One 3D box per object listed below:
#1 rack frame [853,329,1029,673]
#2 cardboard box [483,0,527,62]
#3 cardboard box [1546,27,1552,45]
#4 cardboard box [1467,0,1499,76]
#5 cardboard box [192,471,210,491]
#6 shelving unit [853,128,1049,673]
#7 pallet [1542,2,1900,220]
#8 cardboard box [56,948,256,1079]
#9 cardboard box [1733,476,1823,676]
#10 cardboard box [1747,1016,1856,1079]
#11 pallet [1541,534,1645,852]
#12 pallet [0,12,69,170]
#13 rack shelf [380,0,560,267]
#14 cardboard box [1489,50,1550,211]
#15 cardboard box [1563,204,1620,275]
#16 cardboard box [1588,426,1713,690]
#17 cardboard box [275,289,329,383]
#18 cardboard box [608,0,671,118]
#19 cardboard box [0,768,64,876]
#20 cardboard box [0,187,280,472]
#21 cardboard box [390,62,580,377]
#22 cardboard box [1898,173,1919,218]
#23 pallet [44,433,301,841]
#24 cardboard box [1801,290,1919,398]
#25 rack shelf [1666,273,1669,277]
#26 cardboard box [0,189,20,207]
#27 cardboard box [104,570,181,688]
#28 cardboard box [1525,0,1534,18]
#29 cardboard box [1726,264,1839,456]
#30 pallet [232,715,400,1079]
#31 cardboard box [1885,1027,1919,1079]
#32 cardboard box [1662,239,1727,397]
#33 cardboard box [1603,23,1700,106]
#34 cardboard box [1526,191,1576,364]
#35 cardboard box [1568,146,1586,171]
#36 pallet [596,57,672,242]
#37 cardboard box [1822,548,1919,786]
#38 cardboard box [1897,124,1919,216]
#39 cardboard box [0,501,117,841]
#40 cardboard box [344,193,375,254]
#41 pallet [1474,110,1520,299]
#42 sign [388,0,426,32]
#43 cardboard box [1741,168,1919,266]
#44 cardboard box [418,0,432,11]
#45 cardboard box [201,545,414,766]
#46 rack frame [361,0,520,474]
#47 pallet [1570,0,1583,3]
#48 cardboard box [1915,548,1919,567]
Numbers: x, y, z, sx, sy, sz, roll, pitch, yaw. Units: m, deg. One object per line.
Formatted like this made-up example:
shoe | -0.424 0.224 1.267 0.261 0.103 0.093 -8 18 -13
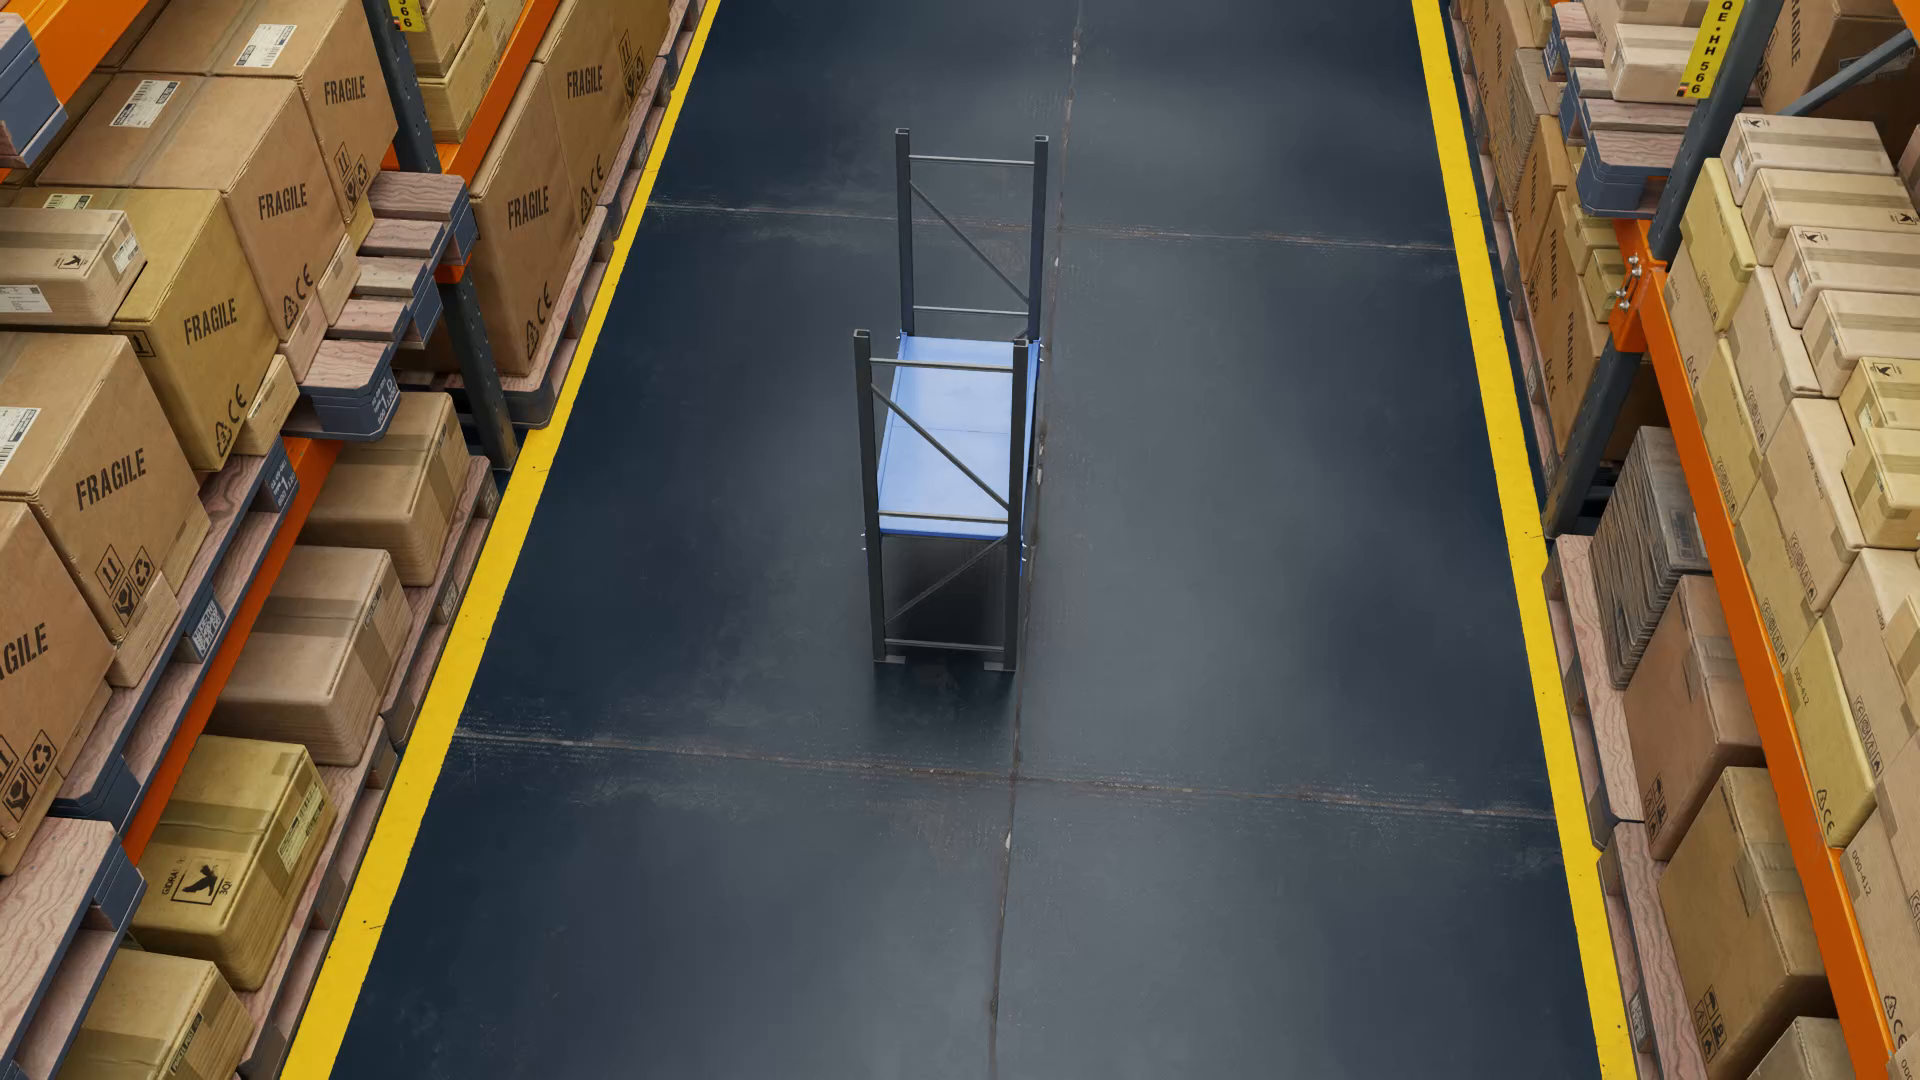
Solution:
rack frame | -0.054 -0.070 5.298 0.500 1.500 0.032 4 48 4
cardboard box | -1.918 -2.022 6.168 0.500 0.250 0.500 3 48 2
cardboard box | 2.715 -2.067 7.078 0.380 0.149 0.250 4 48 4
cardboard box | 2.758 -2.526 7.937 0.500 0.500 0.500 3 48 3
cardboard box | -2.160 -0.198 4.284 0.380 0.149 0.250 4 48 4
shelving unit | -0.008 -0.443 5.639 0.538 1.500 1.048 4 48 4
pallet | 2.692 -1.459 5.681 1.213 0.211 1.003 4 48 4
cardboard box | -2.500 1.419 4.416 0.950 0.372 0.625 7 48 6
cardboard box | 2.326 0.088 4.238 0.500 0.250 0.500 2 48 2
cardboard box | 2.451 1.625 4.056 0.875 0.625 0.625 3 48 3
pallet | 2.587 0.523 5.629 1.003 0.211 1.213 4 48 4
pallet | -2.354 -0.570 2.833 1.213 0.211 1.003 4 48 4
rack shelf | -2.061 -2.578 7.063 1.077 0.370 4.000 4 48 4
cardboard box | 2.655 -1.779 7.253 0.500 0.500 0.500 2 48 2
cardboard box | 2.487 -1.120 6.212 0.380 0.149 0.250 2 48 2
cardboard box | 2.630 0.097 5.454 0.875 0.625 0.625 5 48 5
cardboard box | -2.000 -0.577 4.631 0.380 0.149 0.250 2 48 2
cardboard box | -1.930 -2.590 7.742 0.875 0.875 0.875 5 48 5
cardboard box | -2.196 0.563 3.588 0.380 0.149 0.250 5 48 4
cardboard box | -2.088 -0.523 4.142 0.500 0.500 0.500 1 48 1
cardboard box | -2.097 -1.278 6.542 0.875 0.875 0.875 3 48 3
cardboard box | 2.936 -0.790 4.703 0.500 0.250 0.500 5 48 4
pallet | -2.382 0.171 4.191 1.003 0.211 1.213 4 48 4
cardboard box | 2.346 -0.479 4.148 0.380 0.149 0.250 4 48 4
rack shelf | 2.518 0.626 4.000 0.919 0.124 3.809 4 48 4
cardboard box | -2.597 -0.538 4.156 0.500 0.500 0.500 5 48 4
cardboard box | -2.096 0.190 3.929 0.380 0.149 0.250 6 48 5
cardboard box | 2.736 -2.450 7.427 0.380 0.149 0.250 4 48 3
cardboard box | 2.370 -0.461 4.402 0.500 0.250 0.500 5 48 5
pallet | -2.429 1.058 5.140 1.003 0.211 1.213 4 48 4
cardboard box | 2.162 1.212 3.211 0.500 0.250 0.500 4 48 3
cardboard box | 2.417 -0.660 4.923 0.500 0.250 0.500 4 48 4
cardboard box | 2.378 -1.586 5.553 0.380 0.149 0.250 5 48 4
cardboard box | 2.581 -1.011 6.551 0.500 0.500 0.500 3 48 3
cardboard box | 2.625 -1.502 6.560 0.380 0.149 0.250 5 48 5
pallet | -1.982 -1.879 7.825 1.003 0.211 1.213 4 48 4
cardboard box | 2.283 0.299 3.706 0.500 0.250 0.500 4 48 4
cardboard box | 2.872 -1.021 4.643 0.380 0.149 0.250 5 48 5
cardboard box | -2.175 0.256 3.429 0.500 0.500 0.500 4 48 3
cardboard box | -1.991 -0.950 4.972 0.380 0.149 0.250 5 48 4
pallet | 2.920 -1.519 7.497 1.003 0.211 1.213 4 48 4
sign | -1.702 -1.686 5.028 0.100 0.325 0.005 4 48 4
cardboard box | 2.355 -0.863 4.499 0.380 0.149 0.250 5 48 4
cardboard box | -1.954 -2.069 5.364 0.500 0.500 0.500 2 48 2
cardboard box | -2.364 0.351 5.393 0.950 0.372 0.625 3 48 3
rack frame | -2.243 -1.352 5.453 1.000 3.000 0.127 4 48 4
pallet | 2.873 -2.385 6.529 1.003 0.211 1.213 4 48 4
cardboard box | 2.344 0.088 3.629 0.380 0.149 0.250 4 48 4
